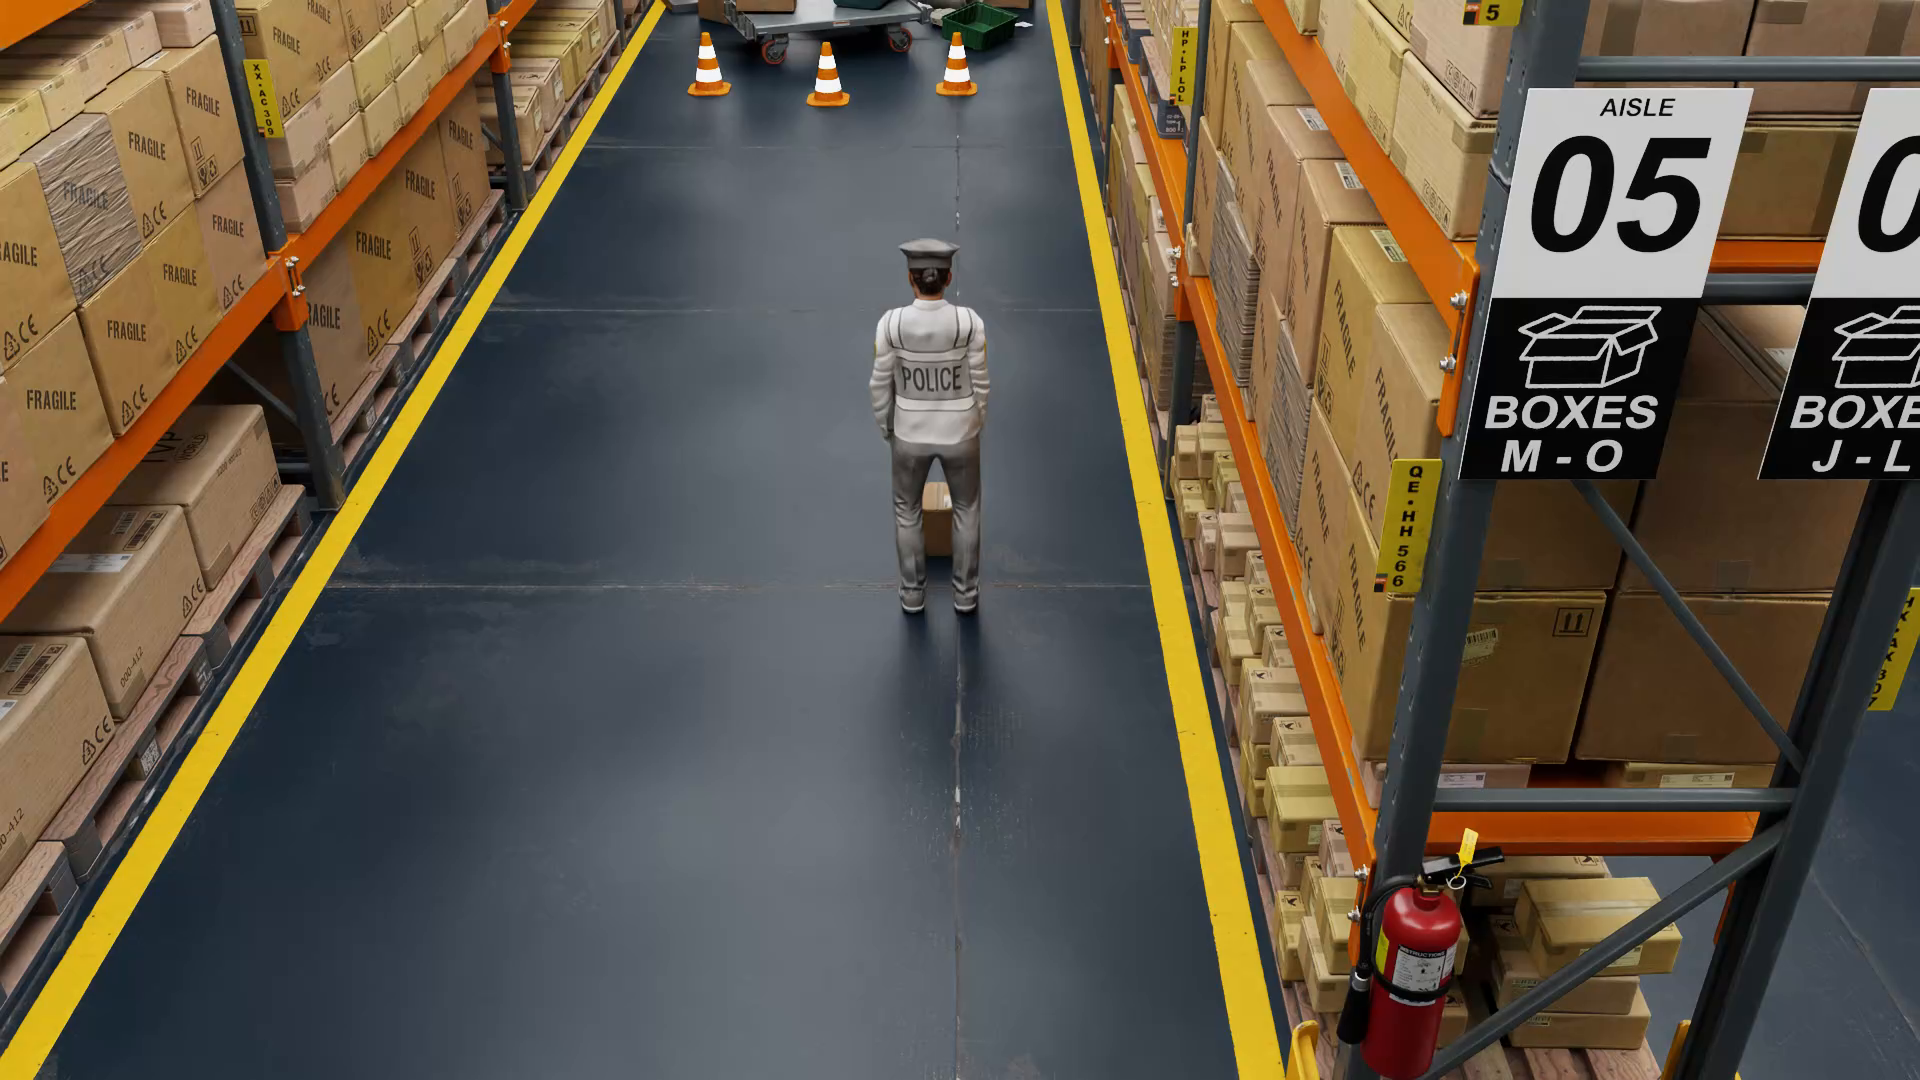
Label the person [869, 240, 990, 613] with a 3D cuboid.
[{"bbox_3d":[-0.122,-0.441,6.876,0.488,1.649,0.396,1,32,1],"label":"person"}]
